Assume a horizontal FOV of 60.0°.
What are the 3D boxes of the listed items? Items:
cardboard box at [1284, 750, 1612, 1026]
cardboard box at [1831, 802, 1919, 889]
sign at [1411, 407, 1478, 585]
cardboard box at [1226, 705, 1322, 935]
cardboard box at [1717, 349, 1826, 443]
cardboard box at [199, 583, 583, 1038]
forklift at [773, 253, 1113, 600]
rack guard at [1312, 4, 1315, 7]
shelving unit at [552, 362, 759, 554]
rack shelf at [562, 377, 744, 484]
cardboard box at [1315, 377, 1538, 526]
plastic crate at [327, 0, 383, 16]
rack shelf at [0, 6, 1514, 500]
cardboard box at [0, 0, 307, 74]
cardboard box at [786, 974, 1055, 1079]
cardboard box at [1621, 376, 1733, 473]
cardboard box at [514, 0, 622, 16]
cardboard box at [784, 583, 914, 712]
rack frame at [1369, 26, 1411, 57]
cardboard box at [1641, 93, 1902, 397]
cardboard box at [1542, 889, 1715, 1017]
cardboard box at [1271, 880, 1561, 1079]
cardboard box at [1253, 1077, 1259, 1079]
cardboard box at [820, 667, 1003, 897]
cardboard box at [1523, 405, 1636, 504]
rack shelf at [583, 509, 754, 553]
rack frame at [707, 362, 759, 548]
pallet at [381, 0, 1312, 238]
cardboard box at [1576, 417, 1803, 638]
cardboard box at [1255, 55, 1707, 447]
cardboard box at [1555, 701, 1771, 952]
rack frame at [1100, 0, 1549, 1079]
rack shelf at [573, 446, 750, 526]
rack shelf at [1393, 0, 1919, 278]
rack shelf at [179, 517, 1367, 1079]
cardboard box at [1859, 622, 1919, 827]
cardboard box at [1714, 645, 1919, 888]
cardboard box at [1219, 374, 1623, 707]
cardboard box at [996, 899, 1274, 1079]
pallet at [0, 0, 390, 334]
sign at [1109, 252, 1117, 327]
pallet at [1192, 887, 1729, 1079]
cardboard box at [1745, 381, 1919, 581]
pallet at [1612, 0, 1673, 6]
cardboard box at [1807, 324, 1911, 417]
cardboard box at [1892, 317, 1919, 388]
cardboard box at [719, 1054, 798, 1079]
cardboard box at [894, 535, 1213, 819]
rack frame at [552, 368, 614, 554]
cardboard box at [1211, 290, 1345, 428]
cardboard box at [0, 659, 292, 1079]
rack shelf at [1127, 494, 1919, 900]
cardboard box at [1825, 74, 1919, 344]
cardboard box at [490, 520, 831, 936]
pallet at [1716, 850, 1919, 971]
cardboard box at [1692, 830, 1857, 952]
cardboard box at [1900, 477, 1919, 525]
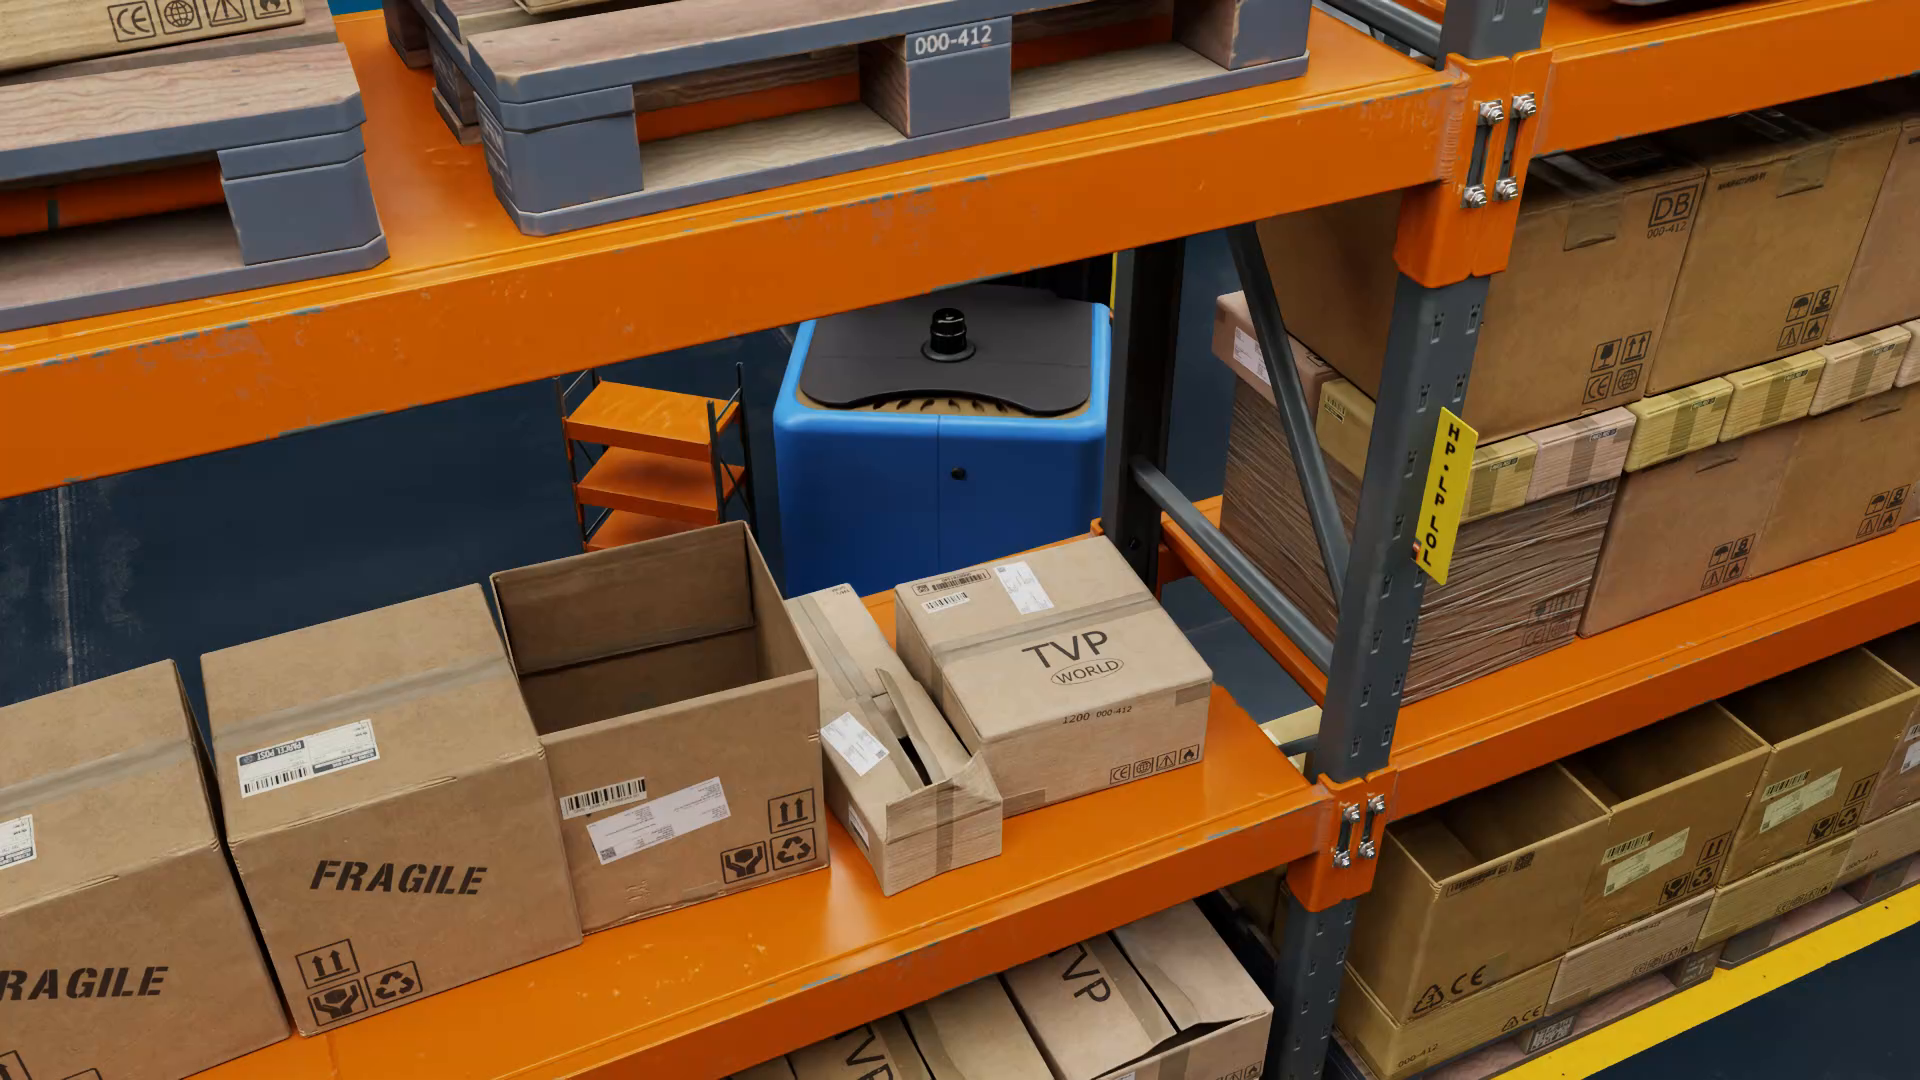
[{"bbox_3d":[1.162,0.754,4.041,0.500,0.500,0.500,-16,39,-20],"label":"cardboard box"},{"bbox_3d":[2.518,0.673,4.781,0.500,0.250,0.500,-16,39,-20],"label":"cardboard box"},{"bbox_3d":[0.849,-0.075,2.927,0.005,0.325,0.100,-16,39,-20],"label":"sign"},{"bbox_3d":[0.936,0.769,4.651,0.500,0.250,0.500,-16,39,-20],"label":"cardboard box"},{"bbox_3d":[1.632,-0.393,3.633,0.250,0.149,0.380,-16,39,-20],"label":"cardboard box"},{"bbox_3d":[-1.023,0.474,3.009,0.500,0.500,0.500,-16,39,-20],"label":"cardboard box"},{"bbox_3d":[0.046,-1.547,5.876,1.130,2.935,3.031,3,37,3],"label":"forklift"},{"bbox_3d":[2.080,-2.568,9.292,0.348,0.500,1.175,-16,39,-20],"label":"rack guard"},{"bbox_3d":[-0.921,-0.019,5.268,0.503,1.200,0.258,10,38,13],"label":"shelving unit"},{"bbox_3d":[-0.921,-0.334,5.034,0.480,0.148,0.258,10,38,13],"label":"rack shelf"},{"bbox_3d":[0.935,-0.196,3.368,0.250,0.149,0.380,-16,39,-20],"label":"cardboard box"},{"bbox_3d":[-2.358,-2.150,6.645,0.575,0.384,0.392,-16,39,-20],"label":"plastic crate"},{"bbox_3d":[-1.201,-0.341,2.278,4.000,0.370,1.077,-16,39,-20],"label":"rack shelf"},{"bbox_3d":[-1.148,-0.794,2.058,0.500,0.250,0.500,-19,41,-24],"label":"cardboard box"},{"bbox_3d":[-0.104,1.171,3.638,0.500,0.311,0.500,-15,39,-19],"label":"cardboard box"},{"bbox_3d":[1.395,-0.326,3.543,0.250,0.149,0.380,-17,40,-21],"label":"cardboard box"},{"bbox_3d":[-0.449,-0.954,2.273,0.500,0.250,0.500,-20,41,-24],"label":"cardboard box"},{"bbox_3d":[-0.280,0.283,3.561,0.250,0.149,0.380,-16,39,-20],"label":"cardboard box"},{"bbox_3d":[2.129,-3.616,8.608,0.127,3.000,1.000,-16,39,-20],"label":"rack frame"},{"bbox_3d":[1.465,-0.737,3.553,0.500,0.500,0.700,-16,39,-20],"label":"cardboard box"},{"bbox_3d":[1.613,0.926,4.439,0.500,0.250,0.500,-16,39,-20],"label":"cardboard box"},{"bbox_3d":[1.158,1.050,4.272,0.500,0.250,0.500,-16,39,-20],"label":"cardboard box"},{"bbox_3d":[0.357,1.265,3.982,0.500,0.250,0.500,-16,39,-20],"label":"cardboard box"},{"bbox_3d":[-0.109,0.444,3.246,0.258,0.266,0.396,-17,40,-21],"label":"cardboard box"},{"bbox_3d":[1.162,-0.260,3.454,0.250,0.149,0.380,-15,39,-19],"label":"cardboard box"},{"bbox_3d":[-0.921,0.036,5.308,0.480,0.148,0.258,10,38,13],"label":"rack shelf"},{"bbox_3d":[-0.686,0.022,5.213,0.015,1.200,0.240,10,38,13],"label":"rack frame"},{"bbox_3d":[-0.184,-0.829,2.493,1.217,0.209,0.805,-17,40,-22],"label":"pallet"},{"bbox_3d":[1.483,-0.225,3.951,0.500,0.500,0.700,-16,39,-20],"label":"cardboard box"},{"bbox_3d":[1.008,-0.609,3.380,0.500,0.500,0.700,-15,39,-20],"label":"cardboard box"},{"bbox_3d":[1.611,0.623,4.218,0.500,0.500,0.500,-16,39,-20],"label":"cardboard box"},{"bbox_3d":[0.609,0.068,3.640,0.127,3.000,1.000,-16,39,-20],"label":"rack frame"},{"bbox_3d":[-0.921,-0.144,5.175,0.480,0.148,0.258,10,38,13],"label":"rack shelf"},{"bbox_3d":[2.420,-1.354,3.643,4.000,0.370,1.077,-16,39,-20],"label":"rack shelf"},{"bbox_3d":[-1.201,0.863,3.172,4.000,0.370,1.077,-16,39,-20],"label":"rack shelf"},{"bbox_3d":[2.519,0.373,4.555,0.500,0.500,0.500,-16,39,-20],"label":"cardboard box"},{"bbox_3d":[2.067,0.501,4.383,0.500,0.500,0.500,-16,39,-20],"label":"cardboard box"},{"bbox_3d":[1.008,-0.088,3.766,0.500,0.500,0.700,-17,40,-21],"label":"cardboard box"},{"bbox_3d":[0.364,1.036,3.820,0.500,0.311,0.500,-16,39,-20],"label":"cardboard box"},{"bbox_3d":[-1.424,-0.553,2.118,1.213,0.211,1.003,-14,39,-18],"label":"pallet"},{"bbox_3d":[0.372,-0.610,3.762,0.005,0.325,0.100,-16,39,-20],"label":"sign"},{"bbox_3d":[1.347,1.010,4.712,1.213,0.211,1.003,-16,39,-20],"label":"pallet"},{"bbox_3d":[1.939,-0.349,4.119,0.500,0.500,0.700,-15,39,-19],"label":"cardboard box"},{"bbox_3d":[1.370,-1.331,3.083,1.213,0.211,1.003,-16,39,-20],"label":"pallet"},{"bbox_3d":[1.859,-0.455,3.717,0.250,0.149,0.380,-17,40,-21],"label":"cardboard box"},{"bbox_3d":[2.100,-0.524,3.811,0.250,0.149,0.380,-17,40,-21],"label":"cardboard box"},{"bbox_3d":[-0.557,1.296,3.470,0.500,0.311,0.500,-16,39,-20],"label":"cardboard box"},{"bbox_3d":[0.182,0.277,3.485,0.500,0.250,0.500,-13,39,-17],"label":"cardboard box"},{"bbox_3d":[-1.155,-0.059,5.323,0.015,1.200,0.240,10,38,13],"label":"rack frame"},{"bbox_3d":[0.764,-0.417,3.666,0.250,0.149,0.380,-16,39,-20],"label":"cardboard box"},{"bbox_3d":[-1.500,0.607,2.830,0.500,0.500,0.500,-18,40,-22],"label":"cardboard box"},{"bbox_3d":[2.420,-0.149,4.537,4.000,0.370,1.077,-16,39,-20],"label":"rack shelf"},{"bbox_3d":[1.919,-0.864,3.724,0.500,0.500,0.700,-16,39,-20],"label":"cardboard box"},{"bbox_3d":[-0.570,0.347,3.180,0.500,0.500,0.500,-13,38,-17],"label":"cardboard box"},{"bbox_3d":[2.453,0.698,5.131,1.213,0.211,1.003,-16,39,-20],"label":"pallet"},{"bbox_3d":[2.067,0.803,4.606,0.500,0.250,0.500,-16,39,-20],"label":"cardboard box"},{"bbox_3d":[2.402,-0.480,4.295,0.500,0.500,0.700,-14,39,-19],"label":"cardboard box"}]
